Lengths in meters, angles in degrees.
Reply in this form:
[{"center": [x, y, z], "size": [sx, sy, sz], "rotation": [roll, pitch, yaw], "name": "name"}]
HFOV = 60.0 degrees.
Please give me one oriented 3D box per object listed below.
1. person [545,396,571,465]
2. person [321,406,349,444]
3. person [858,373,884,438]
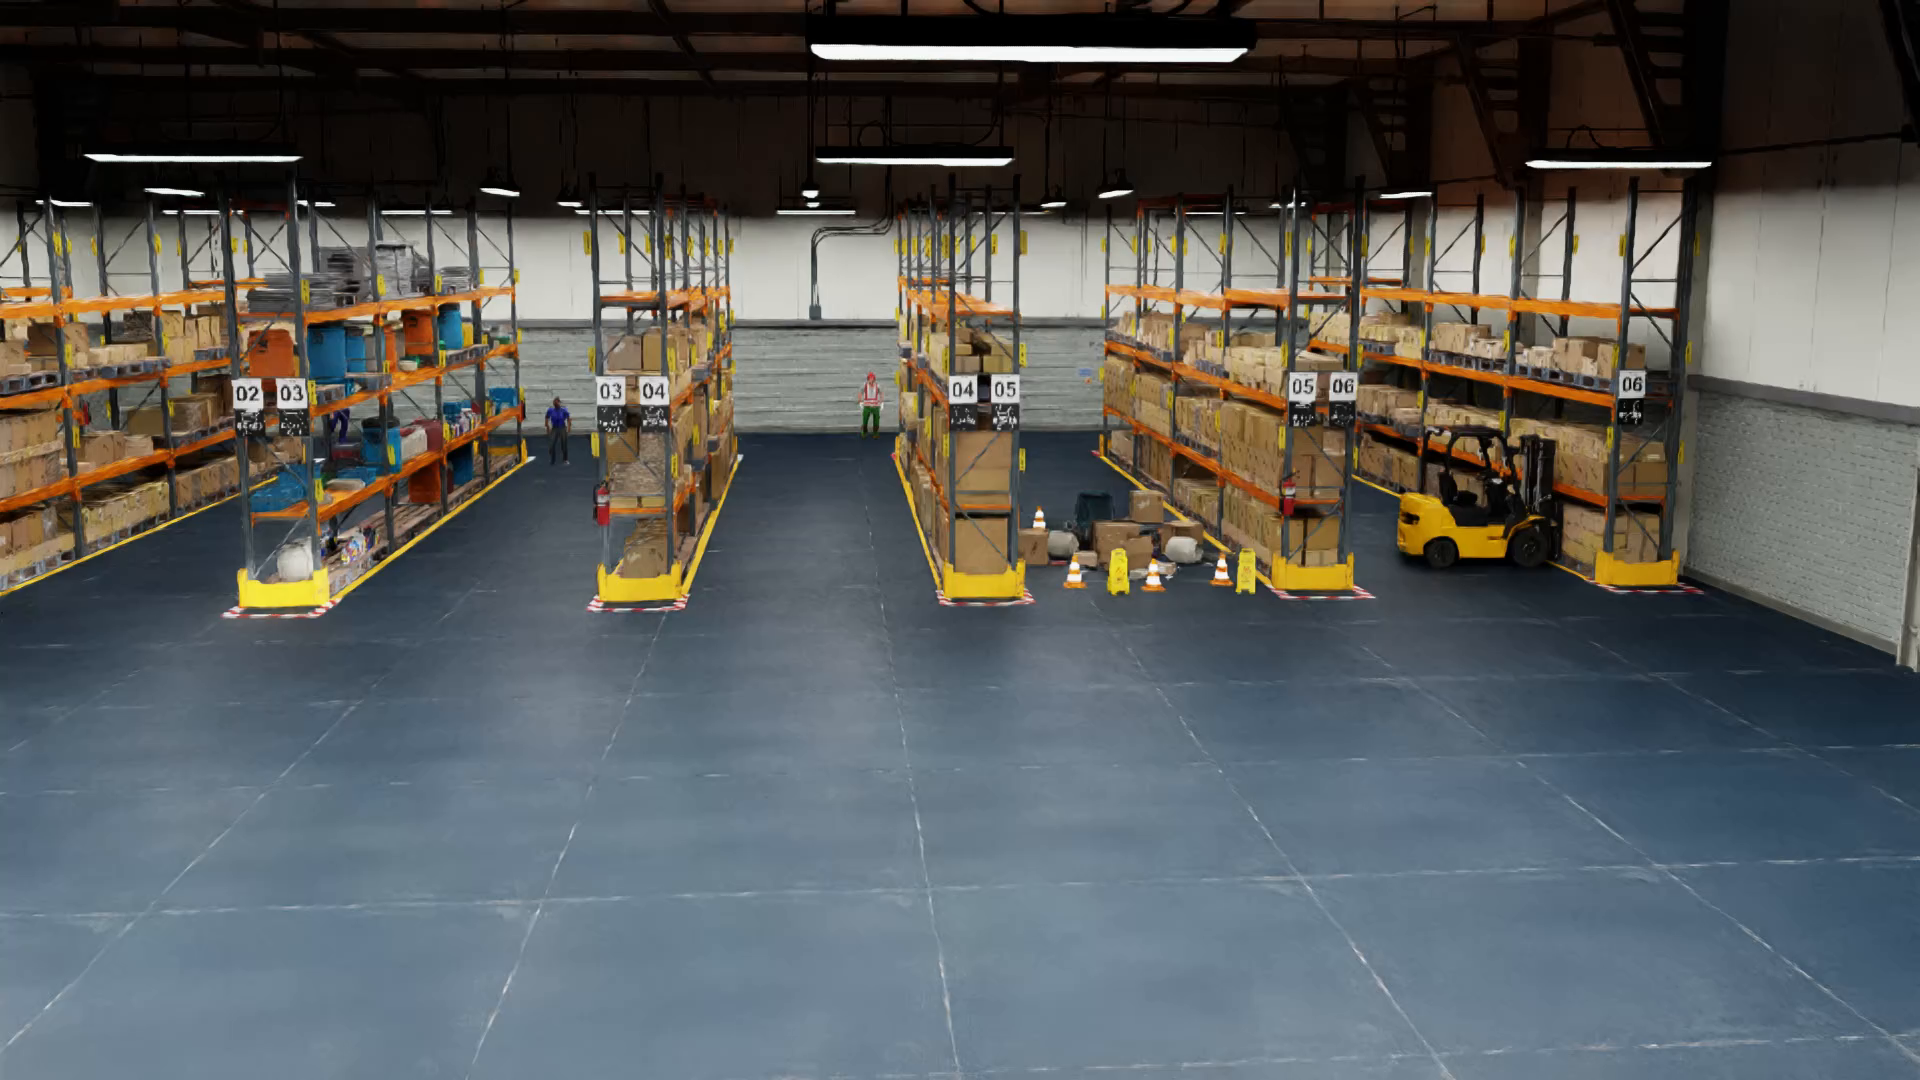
[{"center": [-9.291, -2.527, 38.481], "size": [0.593, 1.589, 0.509], "rotation": [-1, 10, -7], "name": "person"}, {"center": [-15.878, -3.219, 42.227], "size": [0.515, 1.641, 0.679], "rotation": [9, 14, 43], "name": "person"}, {"center": [-2.339, -3.541, 43.791], "size": [0.677, 1.742, 0.552], "rotation": [-1, 10, -5], "name": "person"}]
